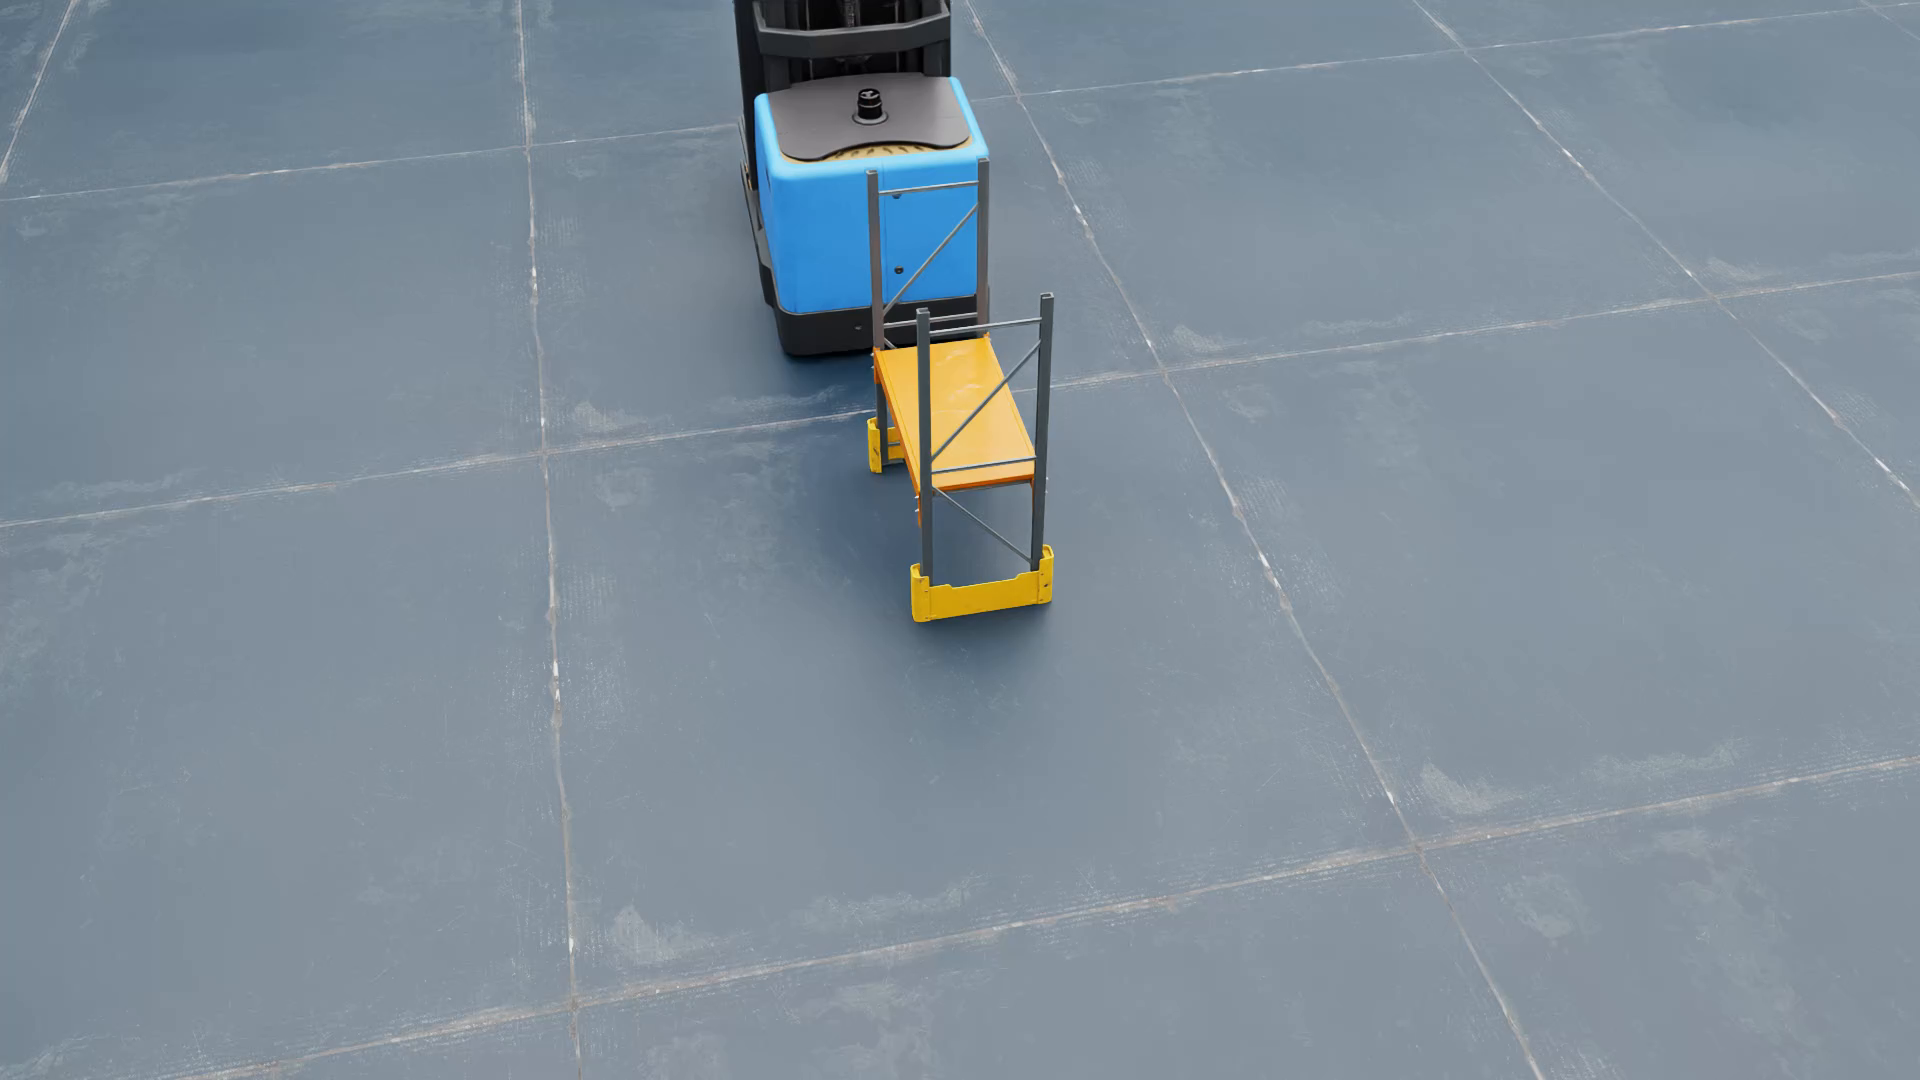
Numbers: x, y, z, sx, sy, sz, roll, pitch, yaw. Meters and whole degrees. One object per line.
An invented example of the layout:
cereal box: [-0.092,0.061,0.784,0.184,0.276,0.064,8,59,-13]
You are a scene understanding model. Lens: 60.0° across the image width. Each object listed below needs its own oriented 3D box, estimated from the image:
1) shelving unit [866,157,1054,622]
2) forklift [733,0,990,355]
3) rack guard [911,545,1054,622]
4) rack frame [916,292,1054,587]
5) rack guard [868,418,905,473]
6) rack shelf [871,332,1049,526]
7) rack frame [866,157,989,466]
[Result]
shelving unit: [-0.016,-0.610,6.808,0.587,1.500,1.083,-8,42,-9]
forklift: [-0.637,-2.989,8.410,1.130,2.935,3.031,-7,42,-8]
rack guard: [0.091,0.180,6.859,0.587,0.250,0.087,-8,42,-9]
rack frame: [0.091,-0.287,6.443,0.500,1.500,0.032,-8,42,-9]
rack guard: [-0.124,-0.466,7.586,0.587,0.250,0.087,-8,42,-9]
rack shelf: [-0.018,-0.482,6.934,0.538,0.185,1.000,-8,42,-9]
rack frame: [-0.128,-0.946,7.186,0.500,1.500,0.032,-8,42,-9]
